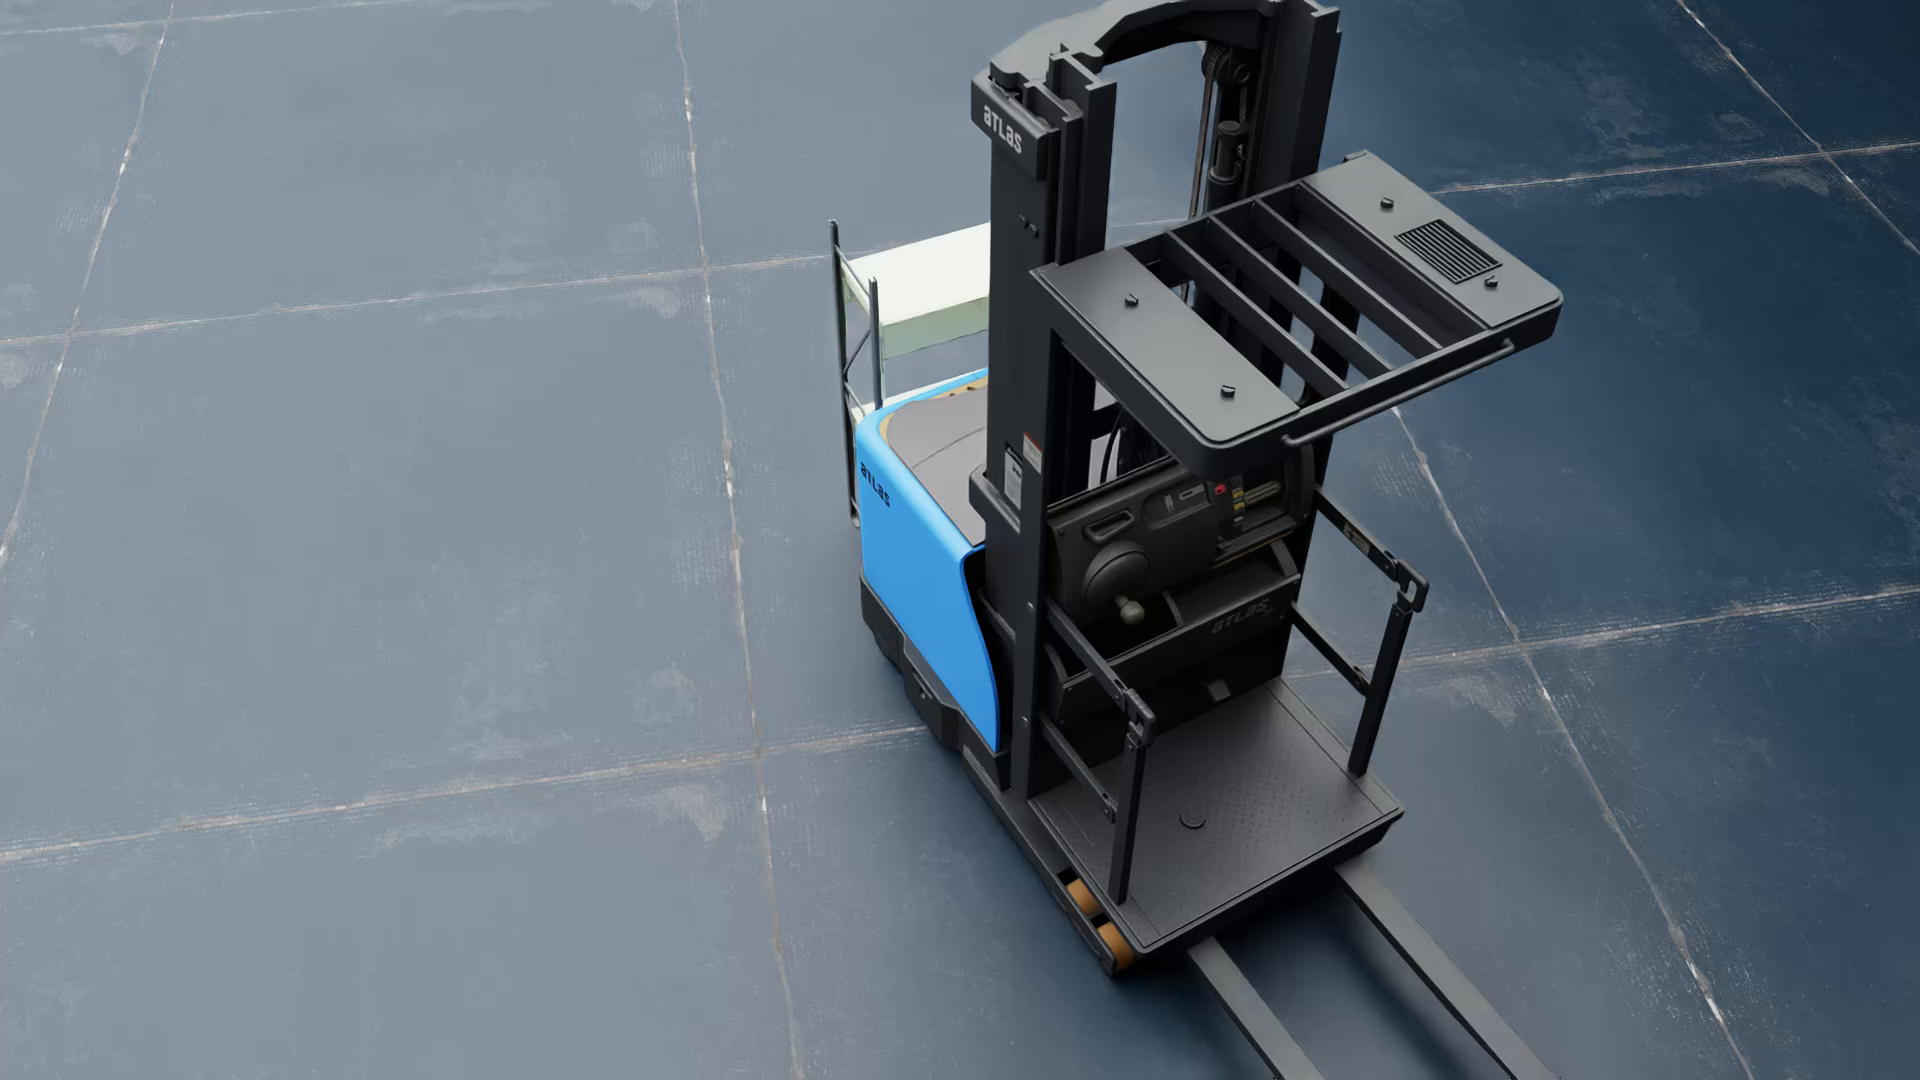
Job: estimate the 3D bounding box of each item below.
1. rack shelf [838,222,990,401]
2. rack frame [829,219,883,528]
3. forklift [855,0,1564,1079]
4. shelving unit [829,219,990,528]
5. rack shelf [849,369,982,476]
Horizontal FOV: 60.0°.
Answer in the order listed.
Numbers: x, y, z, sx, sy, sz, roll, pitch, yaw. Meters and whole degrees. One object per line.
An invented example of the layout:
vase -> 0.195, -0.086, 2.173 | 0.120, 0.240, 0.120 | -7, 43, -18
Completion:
rack shelf -> -0.045, -0.881, 6.208 | 0.720, 0.370, 0.431 | -18, 49, -17
rack frame -> -0.377, -0.499, 6.382 | 0.023, 1.500, 0.400 | -18, 49, -17
forklift -> 0.794, 0.036, 4.873 | 1.130, 2.935, 3.031 | -23, 50, -21
shelving unit -> -0.045, -0.610, 6.489 | 0.755, 1.500, 0.431 | -18, 49, -17
rack shelf -> -0.045, -0.384, 6.724 | 0.720, 0.370, 0.431 | -18, 49, -17
